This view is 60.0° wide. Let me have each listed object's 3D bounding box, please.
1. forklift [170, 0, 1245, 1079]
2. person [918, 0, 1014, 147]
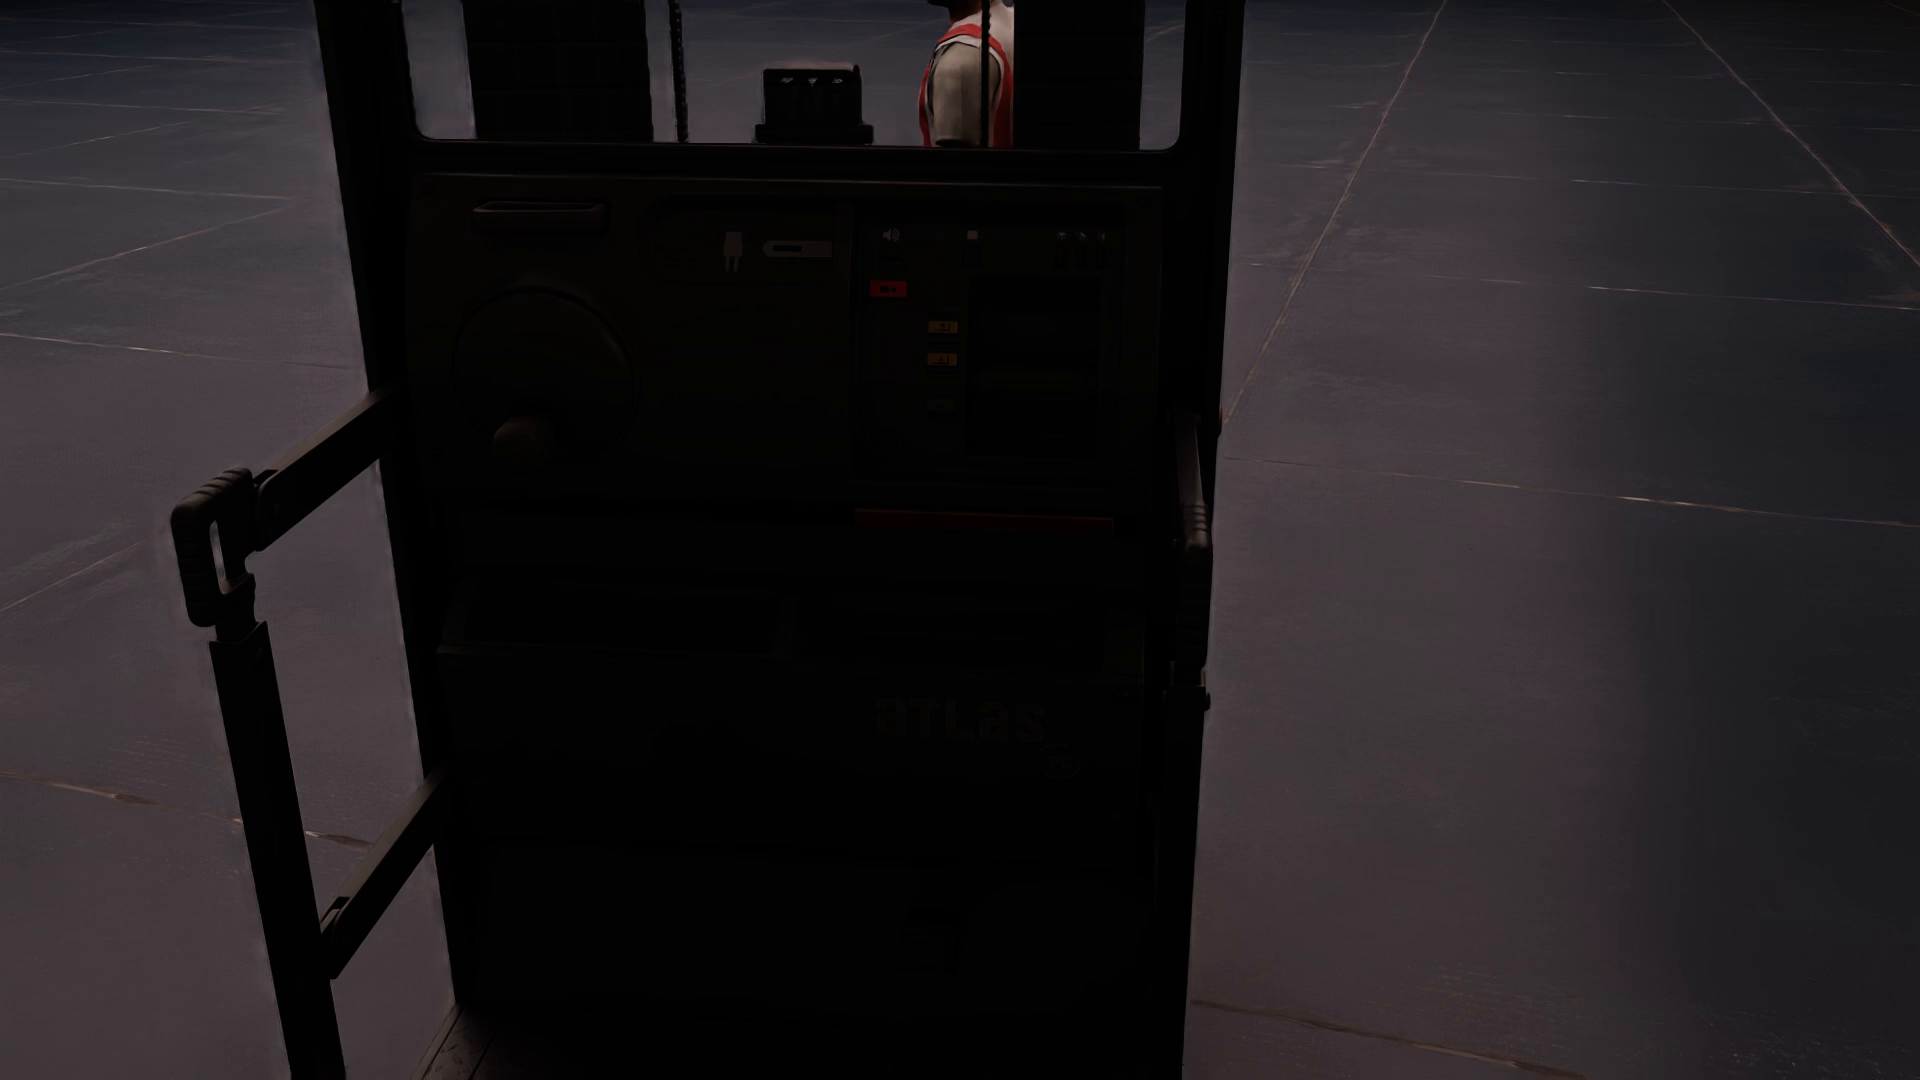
[{"bbox_3d":[-0.241,-0.232,1.841,1.130,2.935,3.031,2,23,5],"label":"forklift"},{"bbox_3d":[-0.073,-0.884,4.794,0.564,1.786,0.638,7,23,16],"label":"person"}]
